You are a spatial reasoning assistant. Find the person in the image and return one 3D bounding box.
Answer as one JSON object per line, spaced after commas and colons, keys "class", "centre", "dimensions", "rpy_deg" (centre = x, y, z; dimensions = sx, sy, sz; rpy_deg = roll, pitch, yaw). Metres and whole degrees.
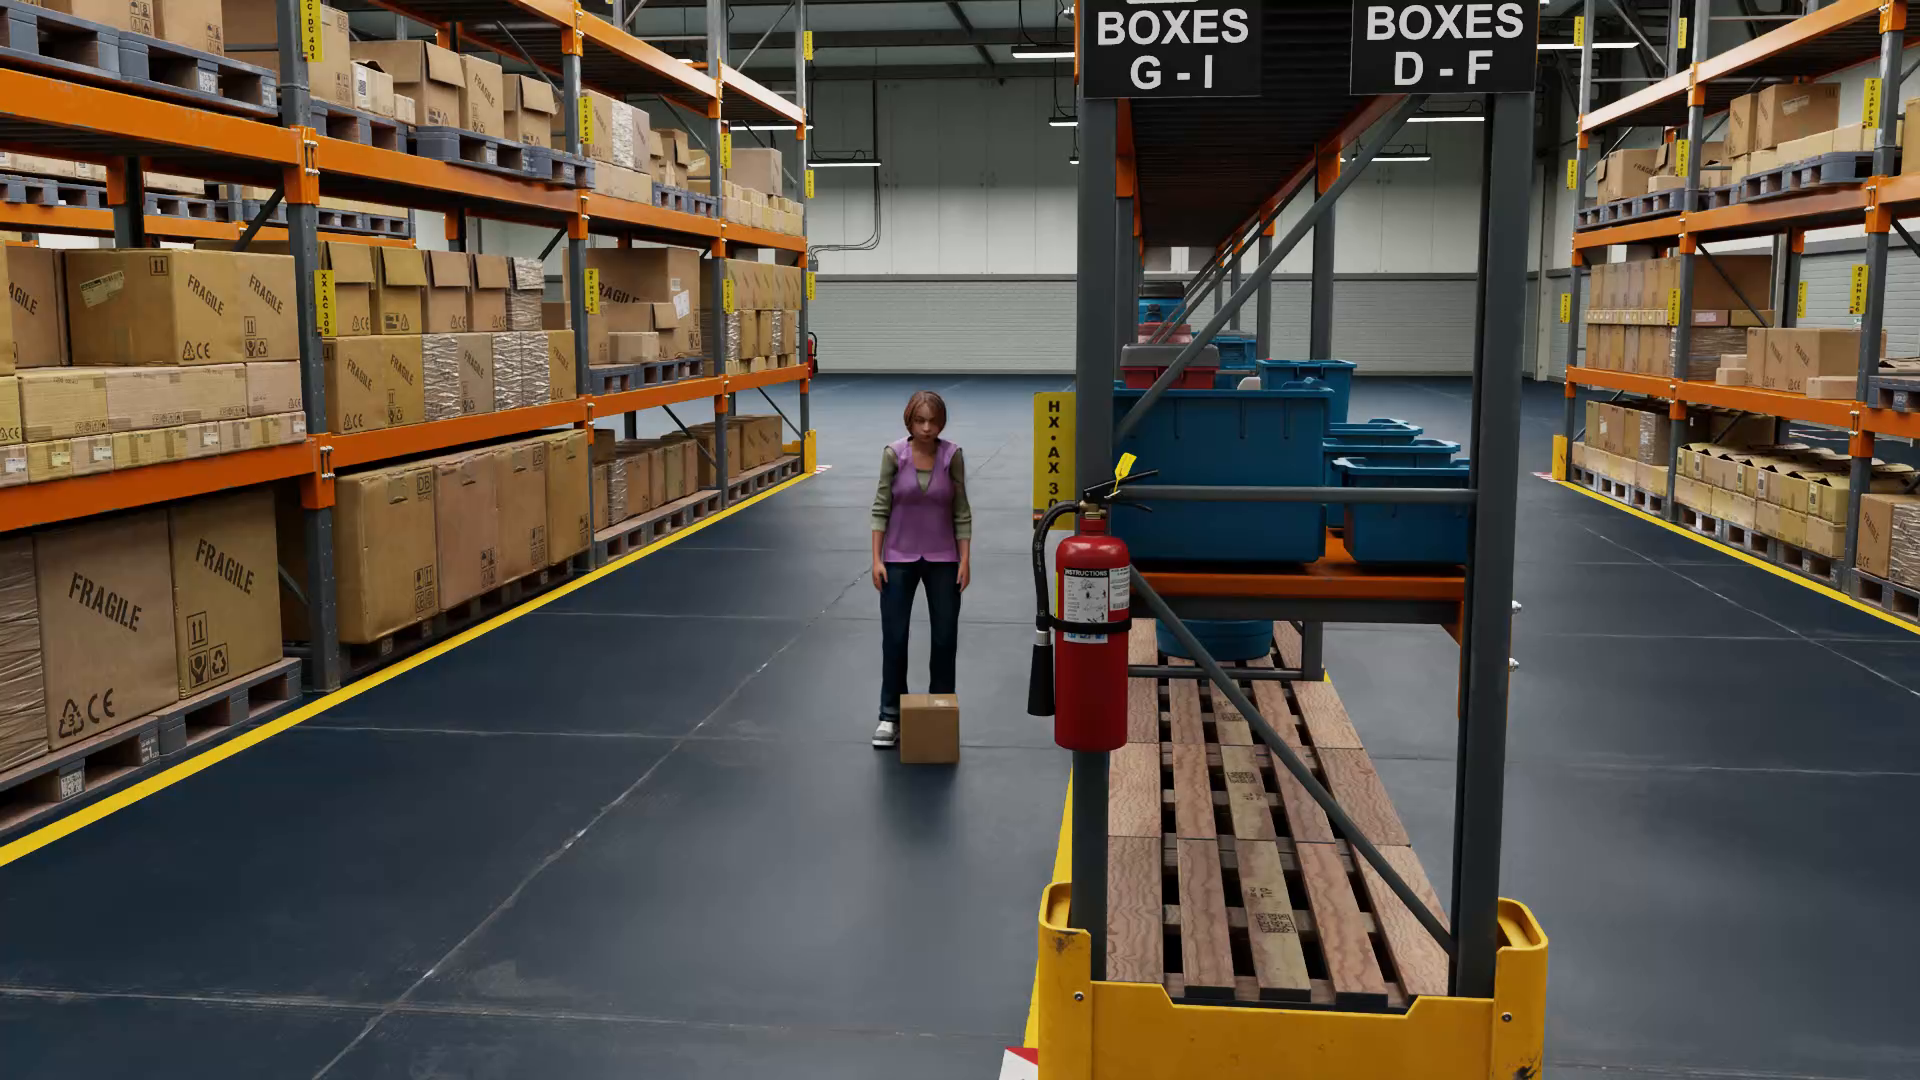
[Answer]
{"class": "person", "centre": [-0.170, 0.173, 7.464], "dimensions": [0.458, 1.489, 0.345], "rpy_deg": [0, 8, -4]}
